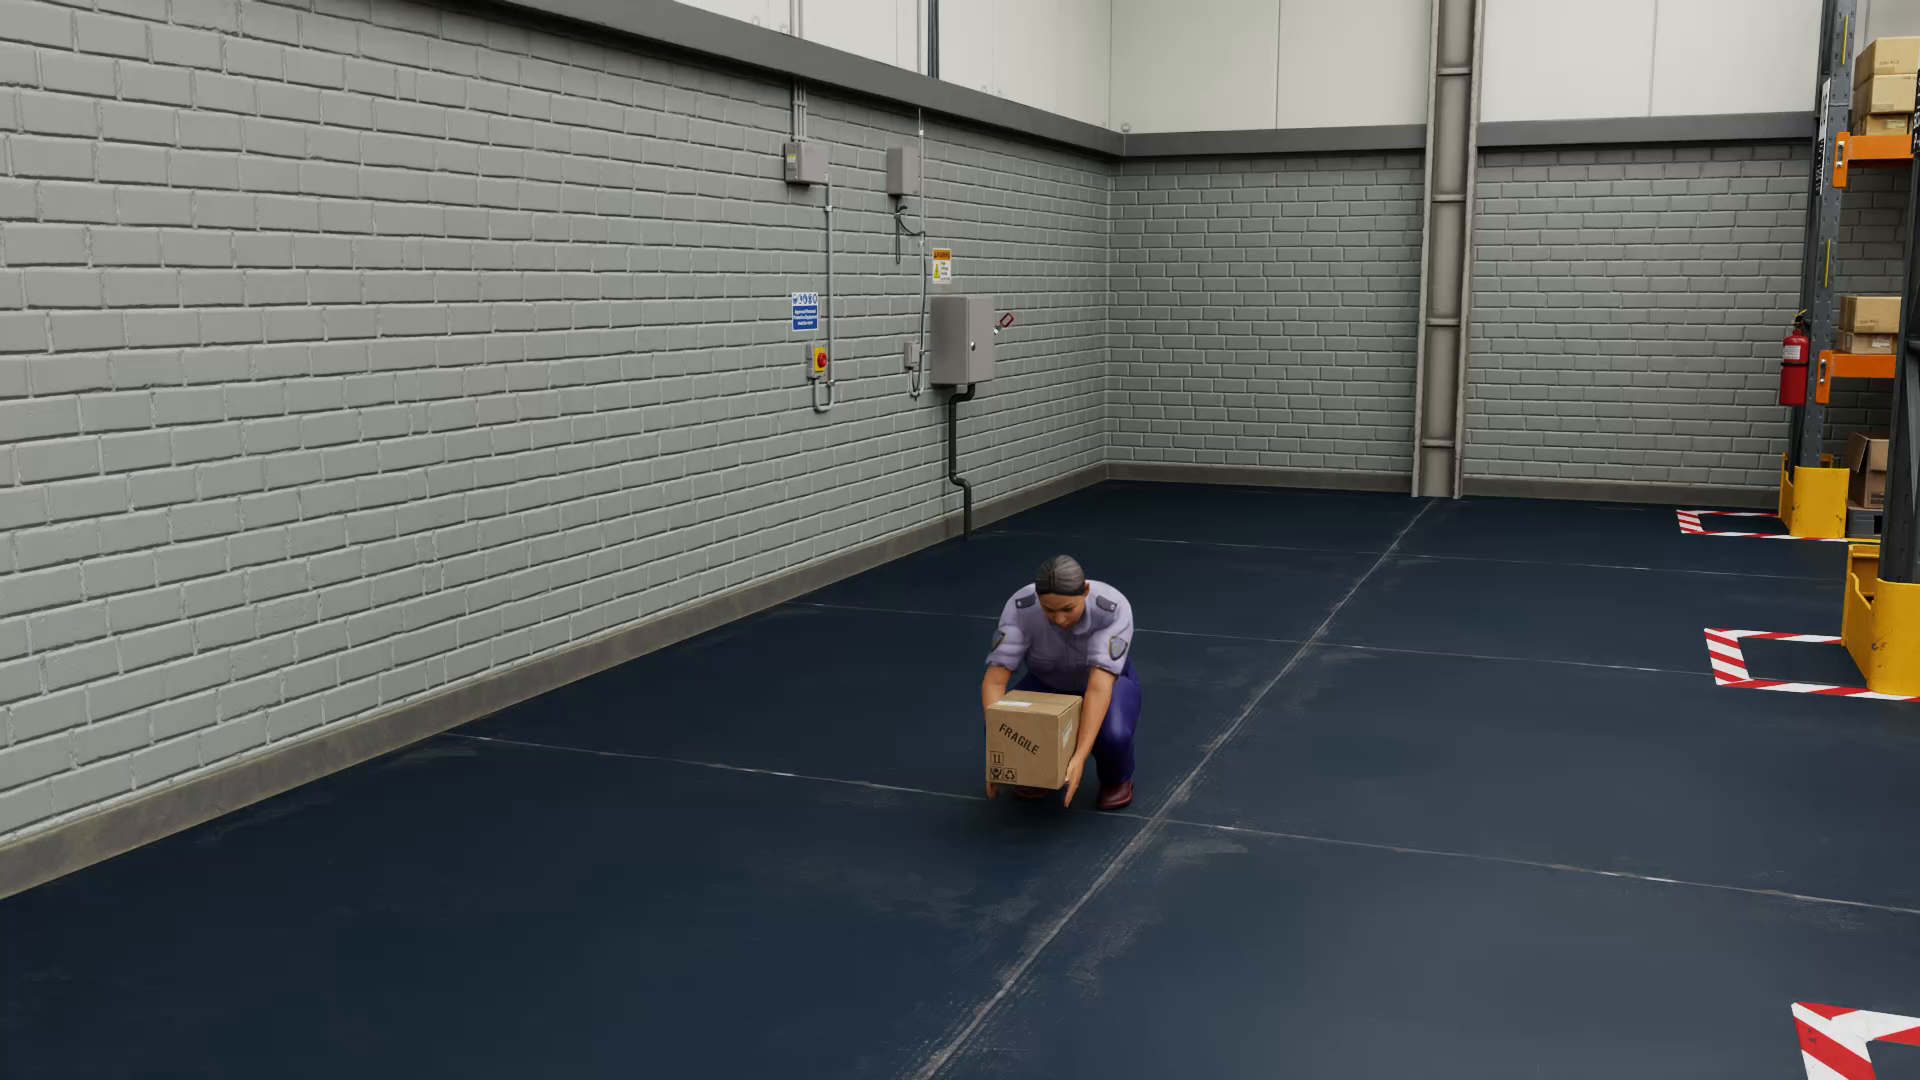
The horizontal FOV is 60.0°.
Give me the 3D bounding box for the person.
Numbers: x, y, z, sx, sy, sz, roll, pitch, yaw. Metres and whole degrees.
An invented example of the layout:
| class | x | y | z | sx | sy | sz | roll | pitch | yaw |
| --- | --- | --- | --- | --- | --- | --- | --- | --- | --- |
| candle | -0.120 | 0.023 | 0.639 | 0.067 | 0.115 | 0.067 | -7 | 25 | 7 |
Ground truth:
| class | x | y | z | sx | sy | sz | roll | pitch | yaw |
| --- | --- | --- | --- | --- | --- | --- | --- | --- | --- |
| person | 0.366 | 0.476 | 5.731 | 0.525 | 0.931 | 0.833 | 3 | 9 | 21 |
